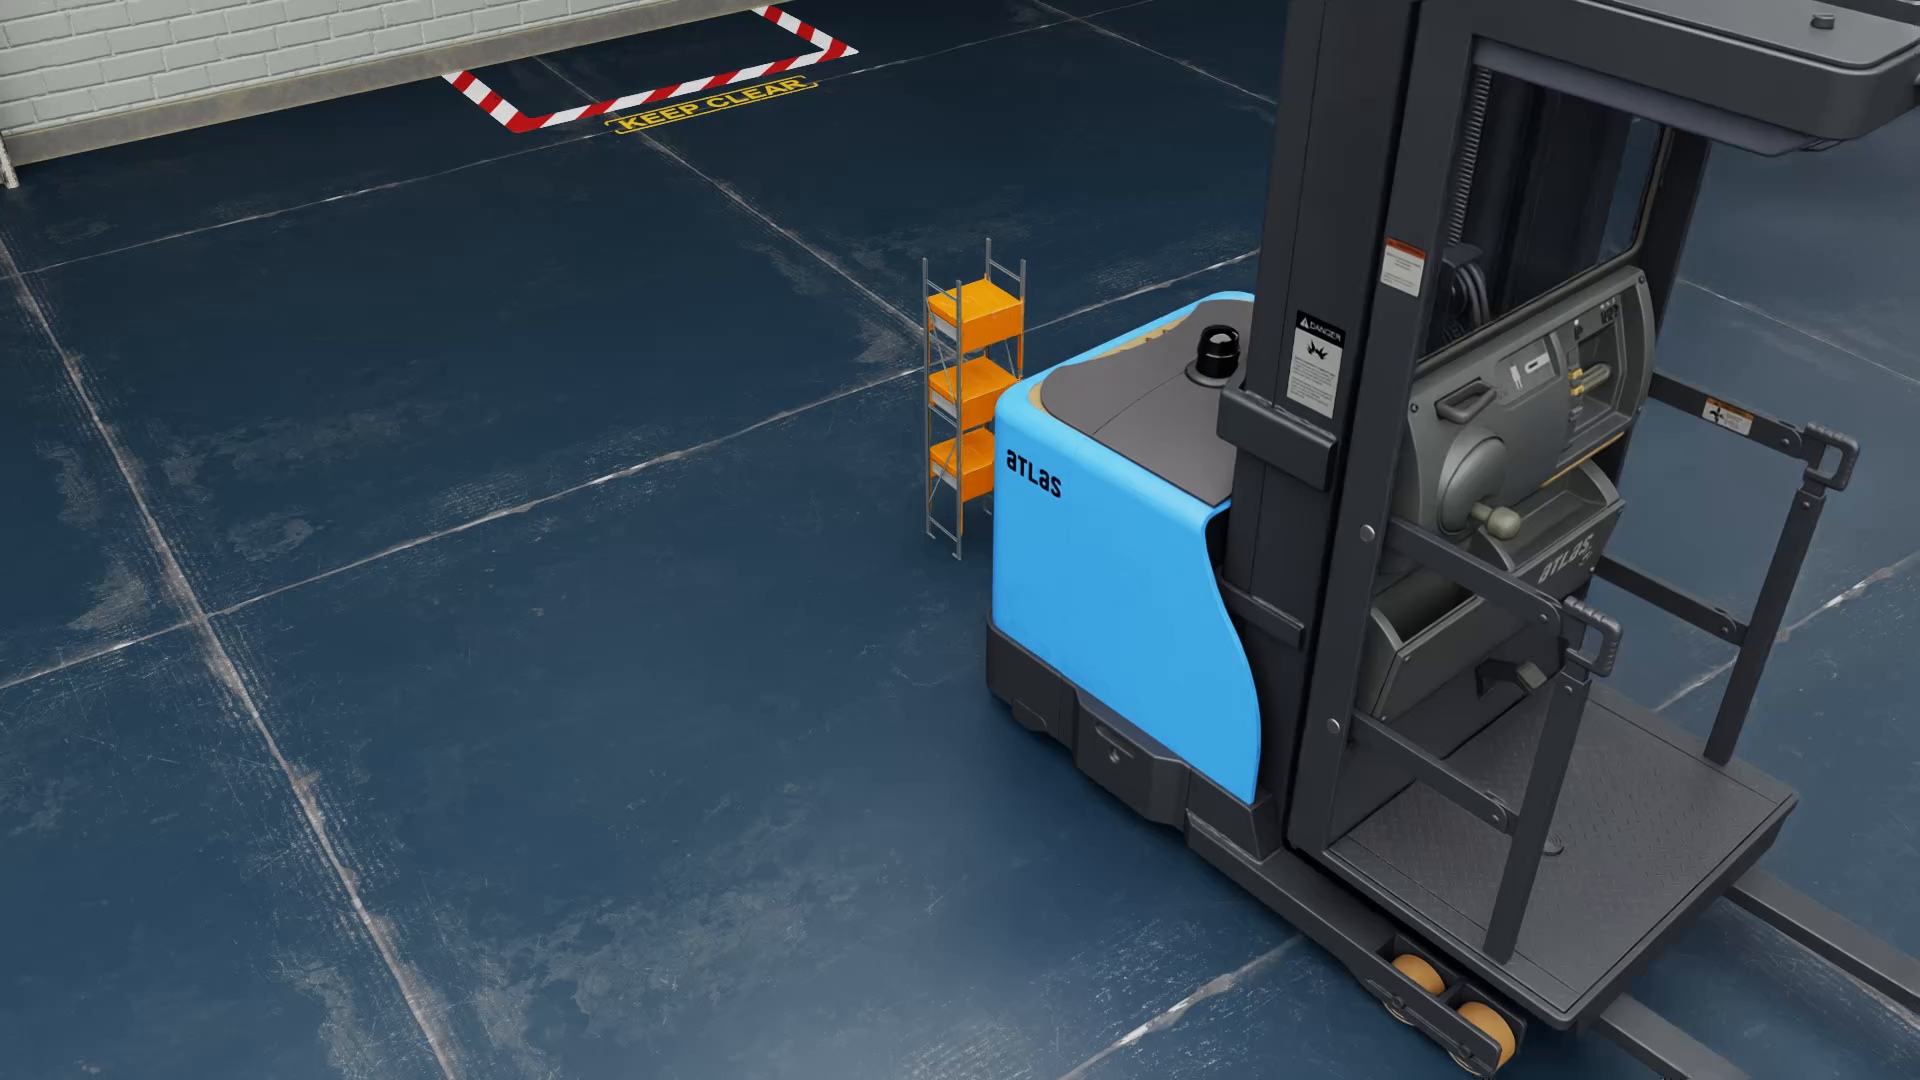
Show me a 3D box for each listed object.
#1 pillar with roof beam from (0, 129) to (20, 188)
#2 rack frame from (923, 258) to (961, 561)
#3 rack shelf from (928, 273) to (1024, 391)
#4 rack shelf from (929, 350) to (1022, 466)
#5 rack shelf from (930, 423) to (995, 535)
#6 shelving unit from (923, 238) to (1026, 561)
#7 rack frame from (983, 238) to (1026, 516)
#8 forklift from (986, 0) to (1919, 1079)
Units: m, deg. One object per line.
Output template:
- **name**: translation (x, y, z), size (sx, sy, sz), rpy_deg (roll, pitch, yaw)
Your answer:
- **pillar with roof beam**: translation (-2.387, -3.344, 2.692), size (0.400, 9.000, 9.100), rpy_deg (-22, 41, -28)
- **rack frame**: translation (-0.056, -0.403, 5.411), size (0.008, 1.050, 0.200), rpy_deg (-22, 41, -28)
- **rack shelf**: translation (0.044, -0.666, 5.309), size (0.240, 0.259, 0.215), rpy_deg (-22, 41, -28)
- **rack shelf**: translation (0.044, -0.436, 5.475), size (0.240, 0.259, 0.215), rpy_deg (-22, 41, -28)
- **rack shelf**: translation (0.044, -0.210, 5.637), size (0.240, 0.259, 0.215), rpy_deg (-22, 41, -28)
- **shelving unit**: translation (0.044, -0.444, 5.468), size (0.252, 1.050, 0.215), rpy_deg (-22, 41, -28)
- **rack frame**: translation (0.143, -0.485, 5.526), size (0.008, 1.050, 0.200), rpy_deg (-22, 41, -28)
- **forklift**: translation (1.427, -0.253, 3.592), size (1.130, 2.935, 3.031), rpy_deg (-27, 44, -32)
